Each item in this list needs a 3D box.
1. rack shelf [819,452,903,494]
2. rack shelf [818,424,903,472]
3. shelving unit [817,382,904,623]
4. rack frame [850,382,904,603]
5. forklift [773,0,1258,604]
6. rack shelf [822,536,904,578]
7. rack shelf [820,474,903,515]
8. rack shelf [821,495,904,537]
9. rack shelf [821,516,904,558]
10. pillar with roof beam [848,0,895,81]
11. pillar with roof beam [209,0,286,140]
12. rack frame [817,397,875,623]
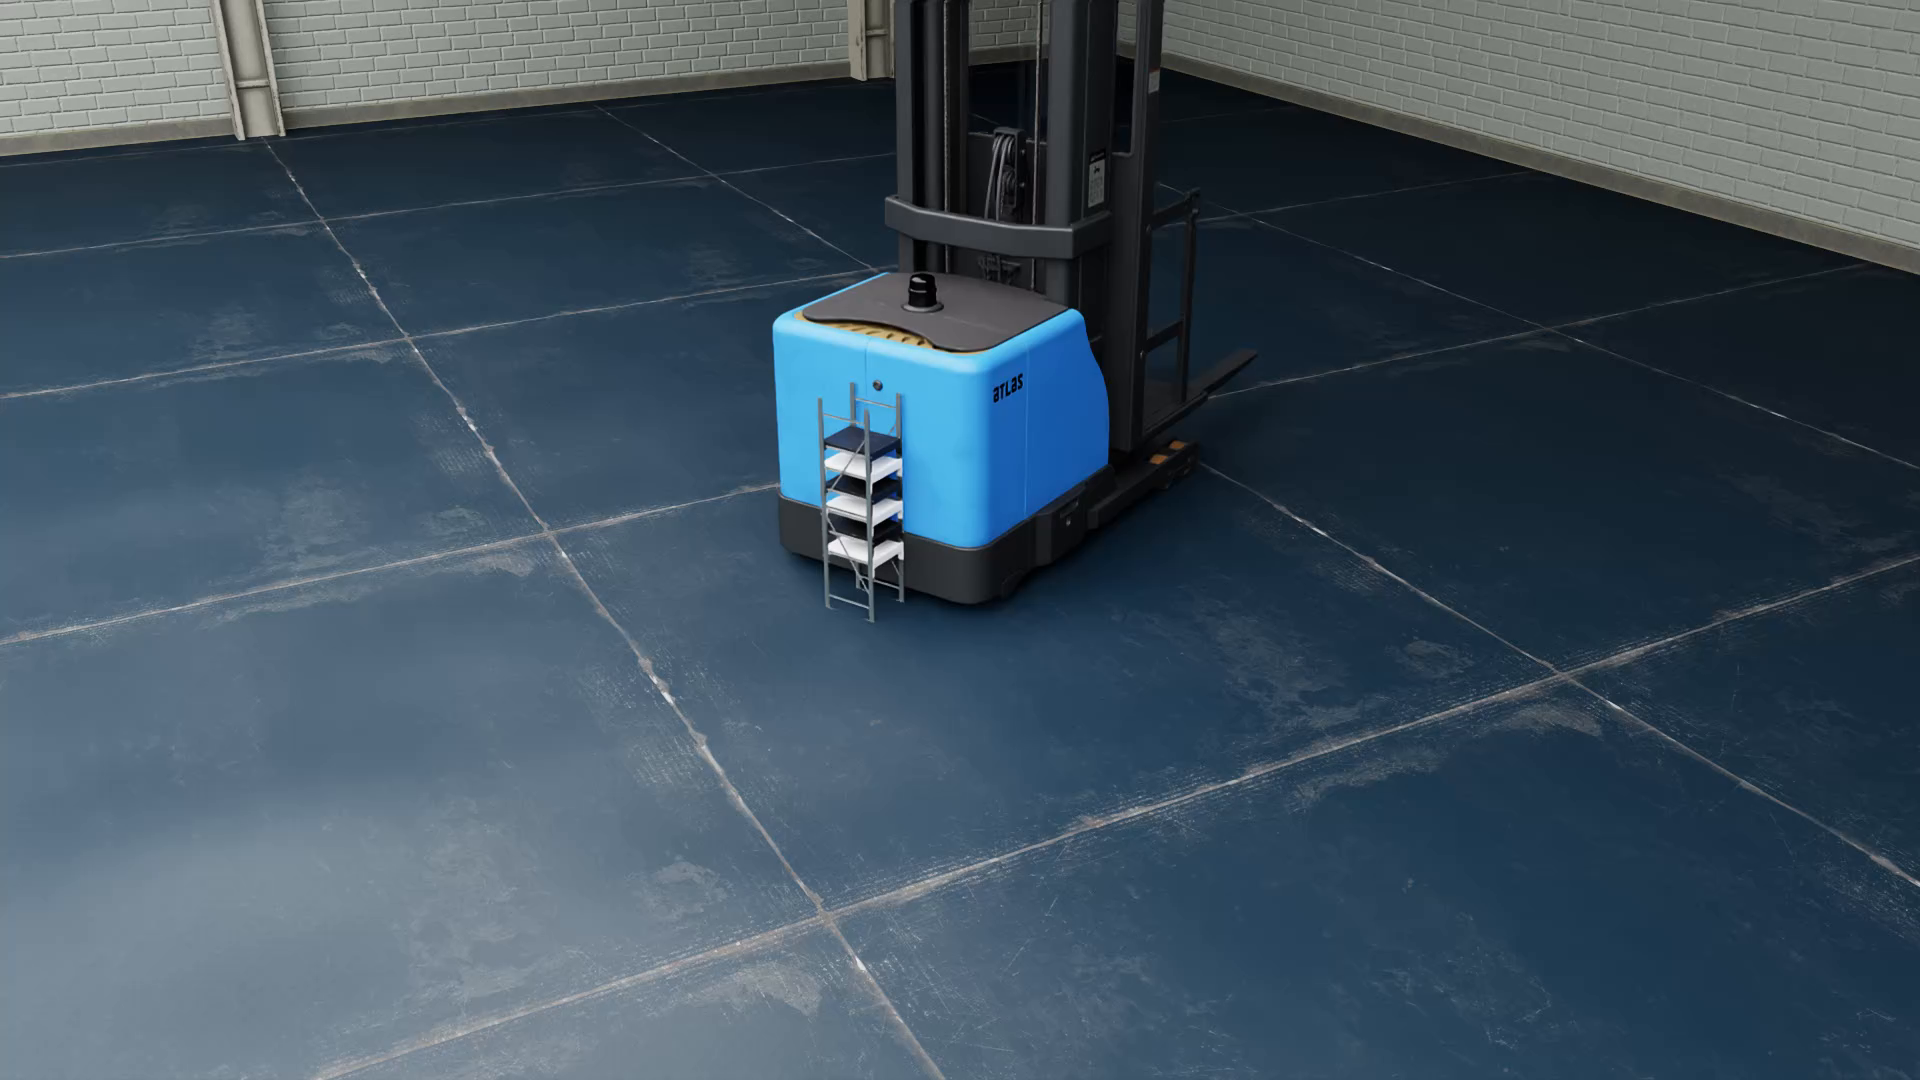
[{"bbox_3d":[-0.383,-0.275,6.444,0.258,0.077,0.200,16,30,30],"label":"rack shelf"},{"bbox_3d":[-0.383,-0.356,6.405,0.258,0.077,0.200,16,30,30],"label":"rack shelf"},{"bbox_3d":[-0.383,-0.143,6.508,0.258,0.900,0.210,16,30,30],"label":"shelving unit"},{"bbox_3d":[-0.327,-0.179,6.584,0.240,0.900,0.006,16,30,30],"label":"rack frame"},{"bbox_3d":[0.467,-1.657,7.315,1.130,2.935,3.031,16,30,30],"label":"forklift"},{"bbox_3d":[-0.383,0.050,6.600,0.258,0.077,0.200,16,30,30],"label":"rack shelf"},{"bbox_3d":[-0.383,-0.194,6.483,0.258,0.077,0.200,16,30,30],"label":"rack shelf"},{"bbox_3d":[-0.383,-0.113,6.522,0.258,0.077,0.200,16,30,30],"label":"rack shelf"},{"bbox_3d":[-0.383,-0.032,6.561,0.258,0.077,0.200,16,30,30],"label":"rack shelf"},{"bbox_3d":[1.123,-7.225,11.901,0.400,9.000,9.100,-13,29,-25],"label":"pillar with roof beam"},{"bbox_3d":[-4.172,-6.003,9.356,0.400,9.000,9.100,-13,29,-25],"label":"pillar with roof beam"},{"bbox_3d":[-0.439,-0.106,6.431,0.240,0.900,0.006,16,30,30],"label":"rack frame"}]
